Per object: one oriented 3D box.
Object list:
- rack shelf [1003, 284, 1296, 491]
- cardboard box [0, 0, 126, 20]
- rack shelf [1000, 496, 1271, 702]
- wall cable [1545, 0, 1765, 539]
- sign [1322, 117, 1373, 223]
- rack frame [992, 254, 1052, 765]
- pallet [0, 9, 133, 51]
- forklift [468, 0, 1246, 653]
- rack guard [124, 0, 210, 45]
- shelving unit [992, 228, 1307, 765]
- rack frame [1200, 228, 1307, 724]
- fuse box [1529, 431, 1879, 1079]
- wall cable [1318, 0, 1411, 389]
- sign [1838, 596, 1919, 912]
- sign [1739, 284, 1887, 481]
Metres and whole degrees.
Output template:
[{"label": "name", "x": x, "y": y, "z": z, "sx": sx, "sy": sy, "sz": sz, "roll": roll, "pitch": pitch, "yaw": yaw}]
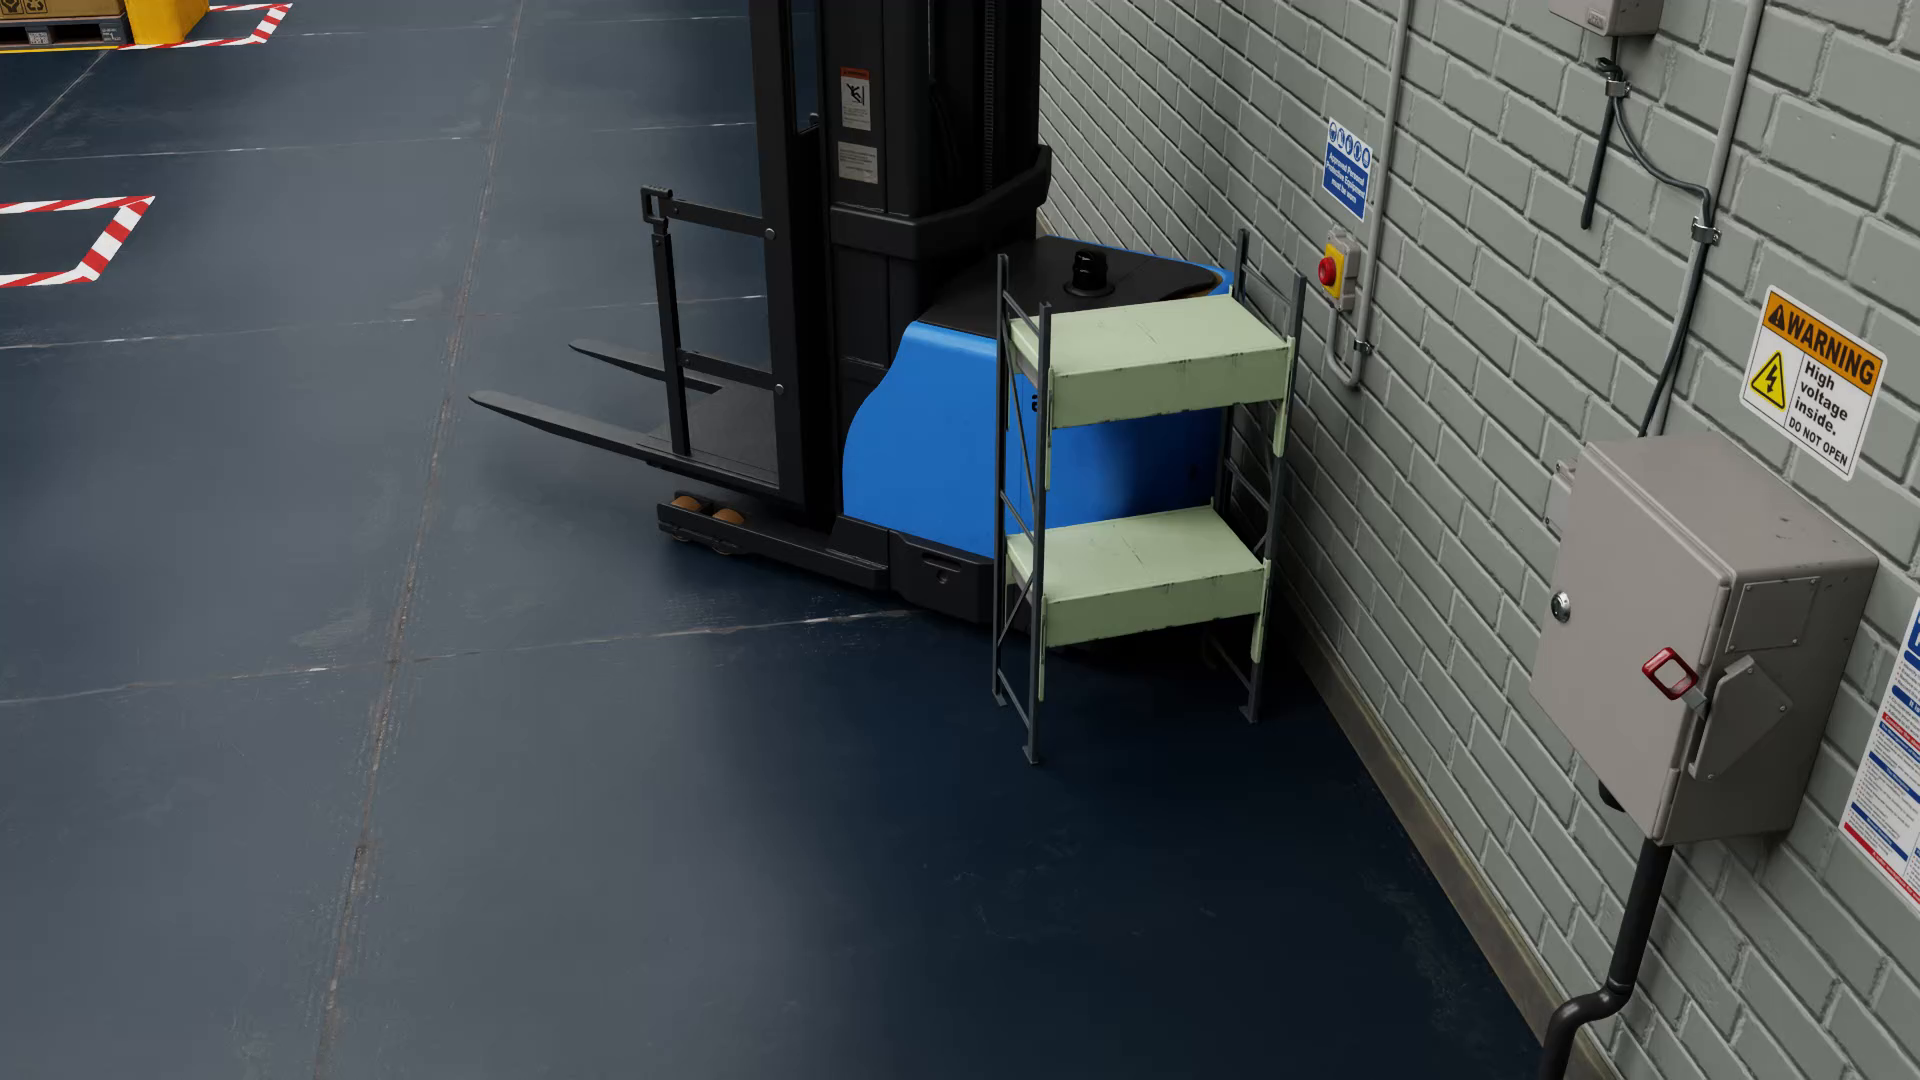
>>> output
[{"label": "rack shelf", "x": 0.523, "y": -0.446, "z": 4.758, "sx": 0.720, "sy": 0.370, "sz": 0.431, "roll": -9, "pitch": 32, "yaw": -14}, {"label": "cardboard box", "x": -6.861, "y": -4.524, "z": 12.666, "sx": 0.875, "sy": 0.875, "sz": 0.875, "roll": -5, "pitch": 31, "yaw": -9}, {"label": "rack shelf", "x": 0.523, "y": 0.172, "z": 5.121, "sx": 0.720, "sy": 0.370, "sz": 0.431, "roll": -9, "pitch": 32, "yaw": -14}, {"label": "wall cable", "x": 1.348, "y": -0.674, "z": 3.435, "sx": 0.122, "sy": 1.984, "sz": 0.588, "roll": -5, "pitch": 31, "yaw": -9}, {"label": "sign", "x": 1.133, "y": -1.088, "z": 4.875, "sx": 0.001, "sy": 0.218, "sz": 0.327, "roll": -5, "pitch": 31, "yaw": -9}, {"label": "rack frame", "x": 0.172, "y": -0.057, "z": 4.867, "sx": 0.023, "sy": 1.500, "sz": 0.400, "roll": -9, "pitch": 32, "yaw": -14}, {"label": "pallet", "x": -7.019, "y": -4.043, "z": 12.917, "sx": 1.213, "sy": 0.211, "sz": 1.003, "roll": -5, "pitch": 31, "yaw": -9}, {"label": "forklift", "x": -0.540, "y": -1.422, "z": 5.777, "sx": 3.031, "sy": 2.935, "sz": 1.130, "roll": 16, "pitch": 34, "yaw": 26}, {"label": "rack guard", "x": -6.223, "y": -4.281, "z": 13.038, "sx": 0.348, "sy": 0.500, "sz": 1.175, "roll": -5, "pitch": 31, "yaw": -9}, {"label": "shelving unit", "x": 0.523, "y": -0.109, "z": 4.956, "sx": 0.755, "sy": 1.500, "sz": 0.431, "roll": -9, "pitch": 32, "yaw": -14}, {"label": "rack frame", "x": 0.874, "y": -0.162, "z": 5.046, "sx": 0.023, "sy": 1.500, "sz": 0.400, "roll": -9, "pitch": 32, "yaw": -14}, {"label": "fuse box", "x": 1.316, "y": 0.674, "z": 3.416, "sx": 0.414, "sy": 1.711, "sz": 0.539, "roll": -5, "pitch": 31, "yaw": -9}, {"label": "wall cable", "x": 1.081, "y": -1.394, "z": 4.628, "sx": 0.123, "sy": 1.953, "sz": 0.585, "roll": -5, "pitch": 31, "yaw": -9}, {"label": "sign", "x": 1.609, "y": 0.387, "z": 2.727, "sx": 0.001, "sy": 0.494, "sz": 0.329, "roll": -5, "pitch": 31, "yaw": -9}, {"label": "sign", "x": 1.510, "y": -0.284, "z": 2.959, "sx": 0.001, "sy": 0.242, "sz": 0.339, "roll": -5, "pitch": 31, "yaw": -9}]
